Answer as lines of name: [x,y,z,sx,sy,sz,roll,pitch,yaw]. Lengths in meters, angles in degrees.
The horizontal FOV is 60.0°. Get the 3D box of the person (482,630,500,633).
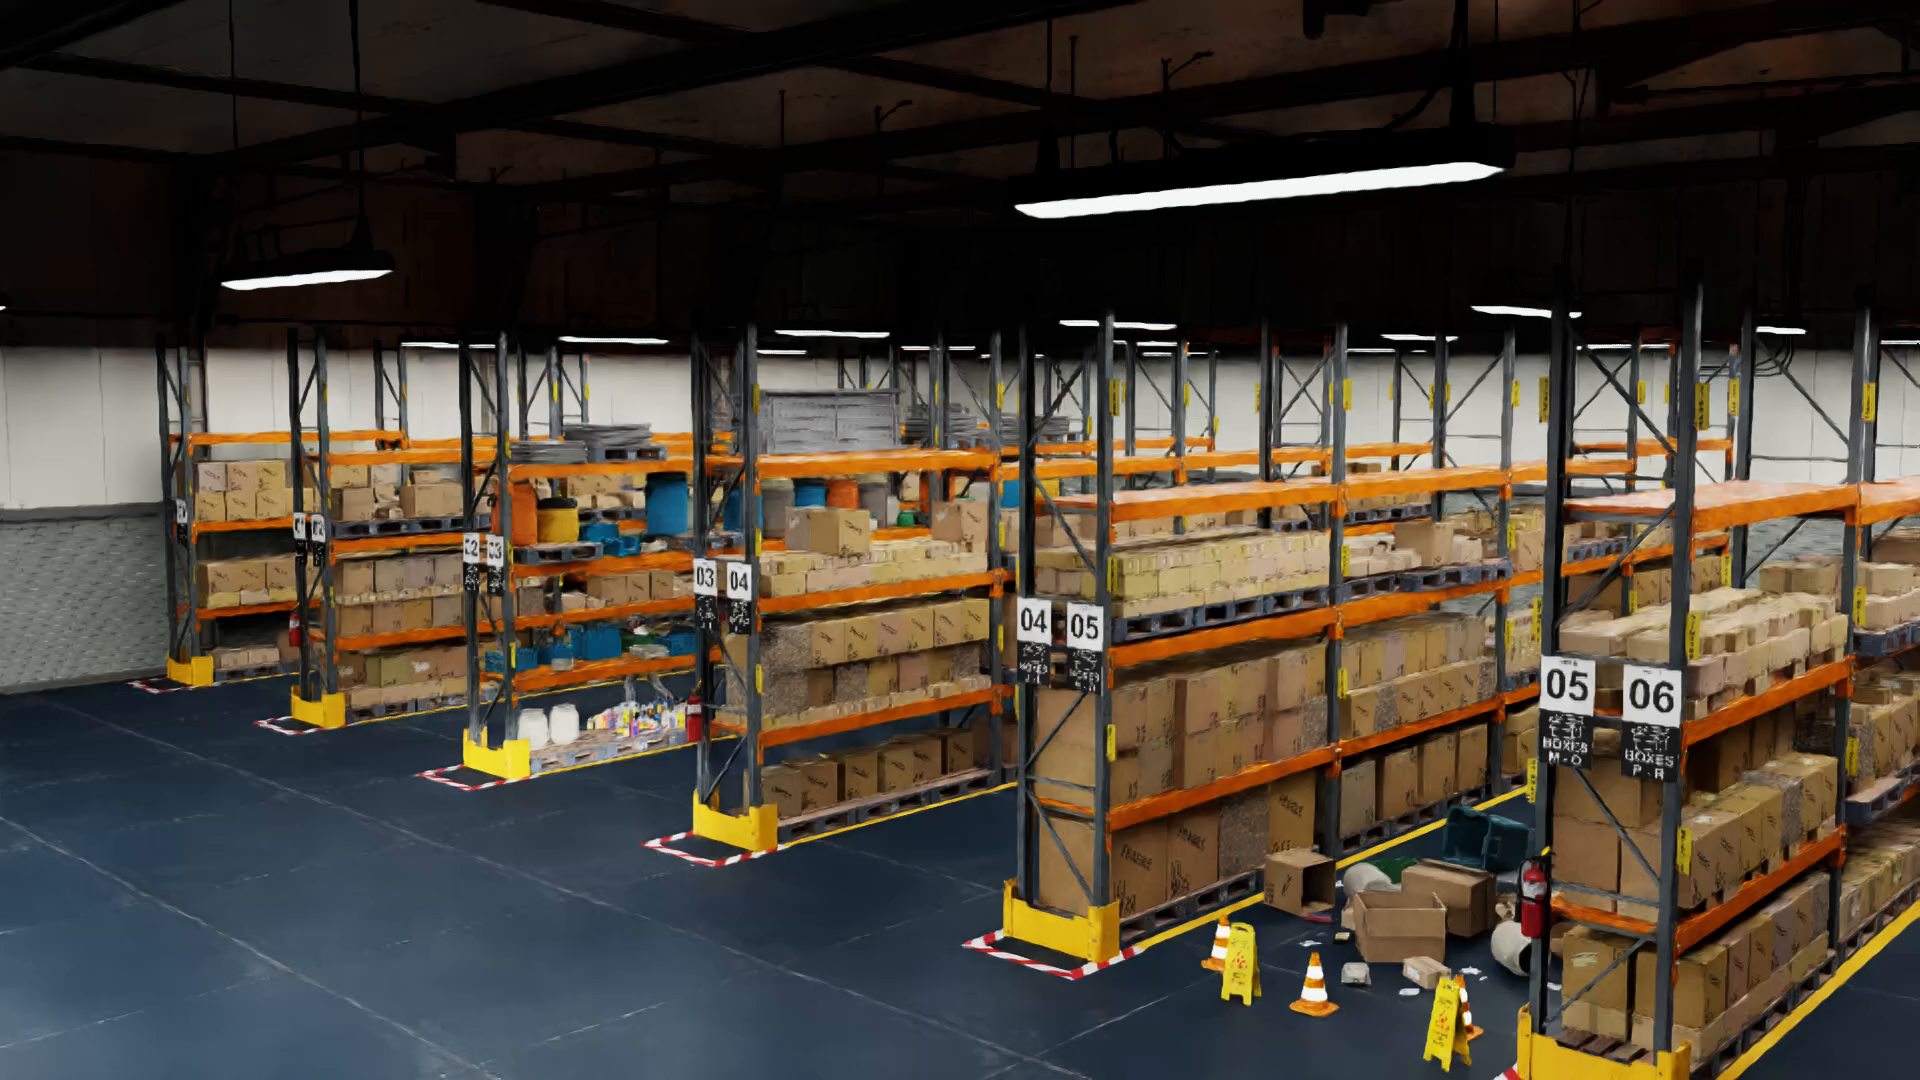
person: [-8.391,1.501,29.415,0.631,1.781,0.553,-2,6,-16]

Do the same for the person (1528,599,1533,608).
person: [9.153,1.799,26.644,0.633,1.712,0.387,-4,7,-39]

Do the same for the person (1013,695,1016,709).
person: [0.924,2.008,24.595,0.561,1.668,0.558,-2,6,-22]

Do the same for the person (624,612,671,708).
person: [-4.913,1.917,25.999,0.929,1.611,0.518,-3,6,-26]
